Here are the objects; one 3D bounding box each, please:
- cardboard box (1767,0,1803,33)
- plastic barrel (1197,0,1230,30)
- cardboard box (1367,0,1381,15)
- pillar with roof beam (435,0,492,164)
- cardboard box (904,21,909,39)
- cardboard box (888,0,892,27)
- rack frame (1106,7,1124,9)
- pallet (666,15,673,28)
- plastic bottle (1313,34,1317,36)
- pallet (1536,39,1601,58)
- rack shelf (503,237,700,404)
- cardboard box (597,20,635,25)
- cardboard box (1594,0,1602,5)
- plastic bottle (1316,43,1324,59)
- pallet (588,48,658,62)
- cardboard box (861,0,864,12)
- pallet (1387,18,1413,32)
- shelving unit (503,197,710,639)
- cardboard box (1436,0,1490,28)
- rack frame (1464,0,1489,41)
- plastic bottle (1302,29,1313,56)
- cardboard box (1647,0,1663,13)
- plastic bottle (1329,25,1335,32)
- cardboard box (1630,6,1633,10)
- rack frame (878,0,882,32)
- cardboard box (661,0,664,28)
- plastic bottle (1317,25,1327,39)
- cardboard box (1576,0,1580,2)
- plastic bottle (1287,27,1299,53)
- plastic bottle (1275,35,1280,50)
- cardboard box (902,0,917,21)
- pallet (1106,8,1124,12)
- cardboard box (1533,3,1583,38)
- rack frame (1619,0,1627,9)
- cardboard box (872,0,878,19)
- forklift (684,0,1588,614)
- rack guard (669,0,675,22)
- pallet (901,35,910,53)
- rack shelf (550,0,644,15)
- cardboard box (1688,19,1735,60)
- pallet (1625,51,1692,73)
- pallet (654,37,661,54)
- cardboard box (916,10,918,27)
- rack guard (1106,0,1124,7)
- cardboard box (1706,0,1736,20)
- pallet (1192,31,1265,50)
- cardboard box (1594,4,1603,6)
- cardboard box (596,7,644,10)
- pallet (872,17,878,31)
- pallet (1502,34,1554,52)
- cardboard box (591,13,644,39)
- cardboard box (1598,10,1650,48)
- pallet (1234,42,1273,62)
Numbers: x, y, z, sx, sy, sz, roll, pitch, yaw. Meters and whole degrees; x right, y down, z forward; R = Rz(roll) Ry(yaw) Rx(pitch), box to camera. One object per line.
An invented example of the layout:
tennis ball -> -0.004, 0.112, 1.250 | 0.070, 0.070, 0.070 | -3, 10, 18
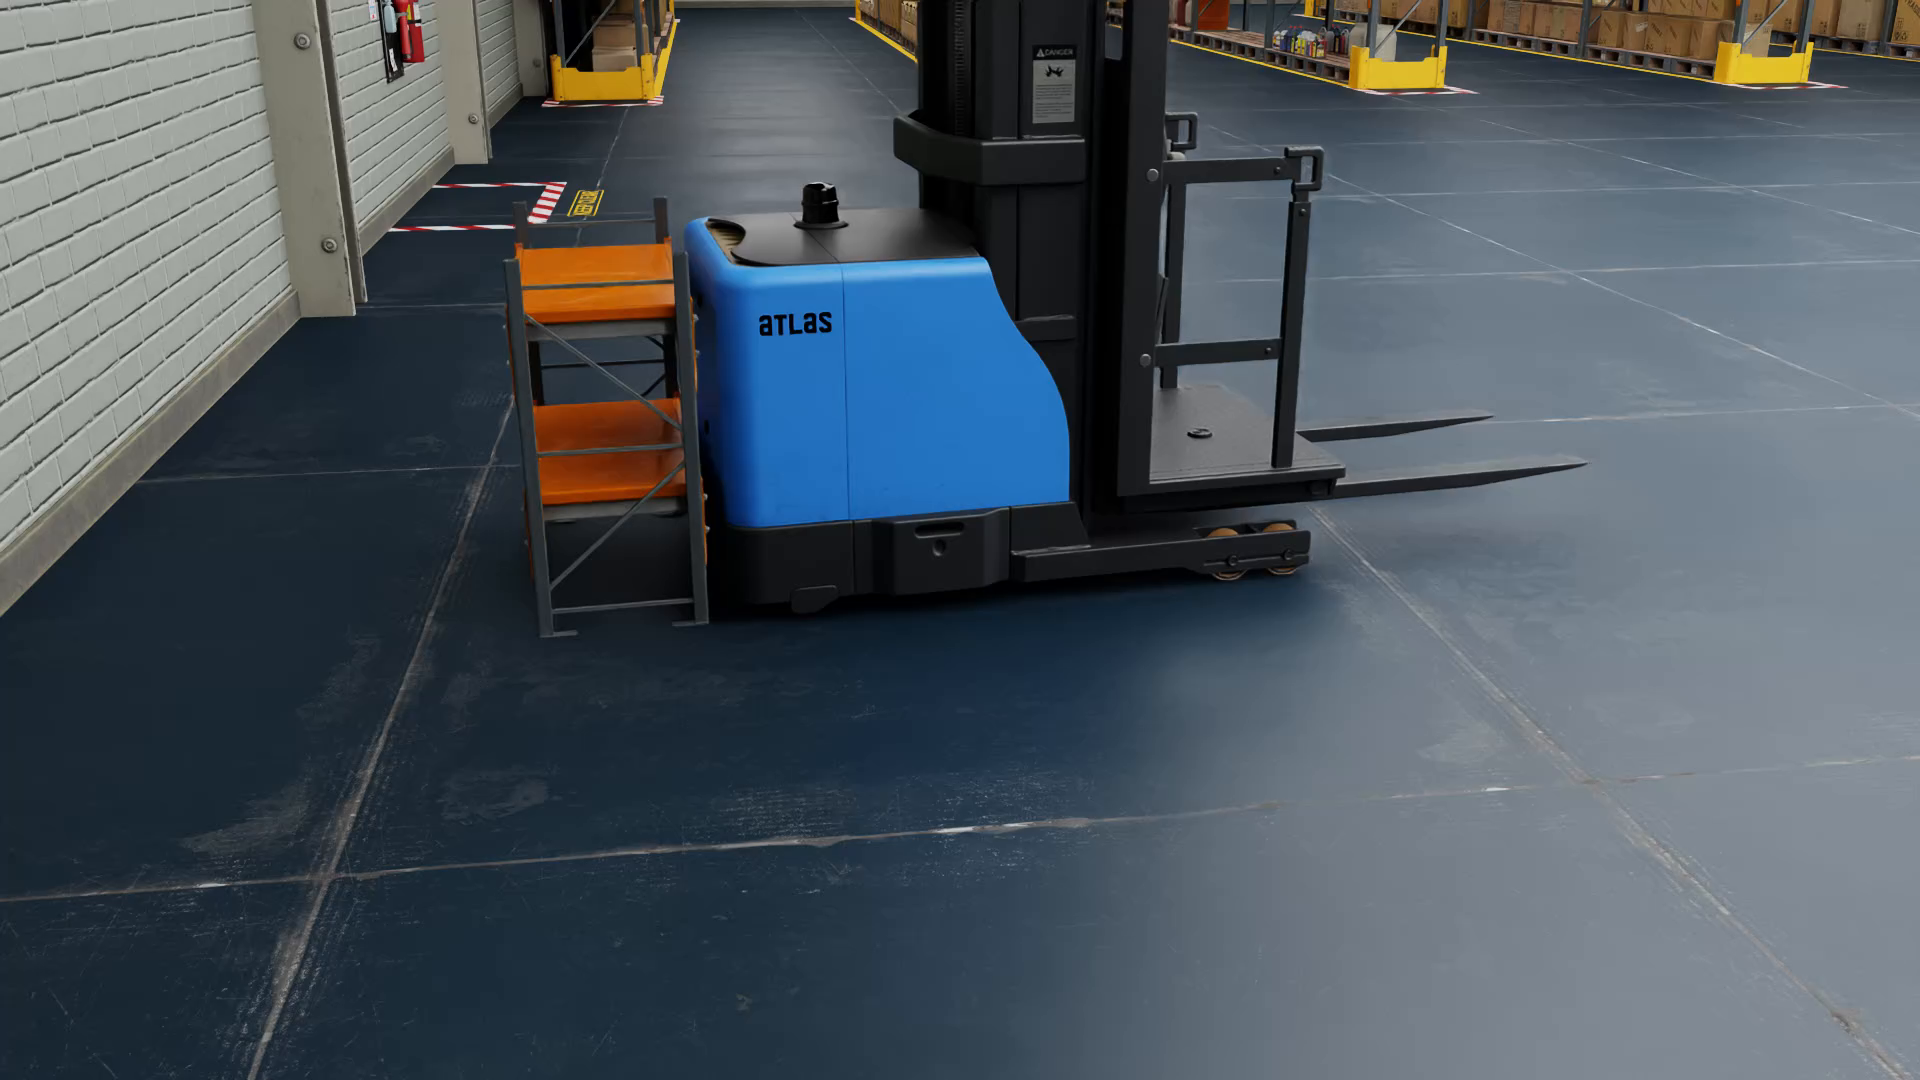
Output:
cardboard box -> 14.387, -8.988, 28.110 | 1.050, 0.750, 0.750 | -3, 21, -7
plastic barrel -> 4.348, -9.247, 28.689 | 0.600, 0.830, 0.708 | -3, 21, -8
cardboard box -> 8.744, -10.967, 33.229 | 0.875, 0.875, 0.875 | -3, 21, -8
pillar with roof beam -> -0.047, -7.778, 13.679 | 9.100, 9.000, 0.400 | -3, 21, -8
cardboard box -> -0.609, -8.188, 26.683 | 0.500, 0.250, 0.500 | -3, 21, -9
cardboard box -> -0.990, -9.358, 29.427 | 0.500, 0.500, 0.500 | -4, 21, -10
rack frame -> 3.282, -12.668, 35.347 | 1.000, 3.000, 0.127 | -3, 21, -8
pallet -> -6.157, -10.168, 32.638 | 1.003, 0.211, 1.213 | -3, 21, -8
plastic bottle -> 4.949, -6.947, 23.293 | 0.152, 0.276, 0.135 | -3, 21, -8
pallet -> 9.799, -7.727, 26.102 | 1.003, 0.211, 1.213 | -3, 21, -8
rack shelf -> -1.117, -0.705, 5.159 | 0.538, 0.278, 1.000 | -5, 21, -12
cardboard box -> -4.603, -6.692, 22.289 | 0.500, 0.500, 0.500 | -4, 21, -12
cardboard box -> 13.215, -11.027, 34.002 | 0.380, 0.149, 0.250 | -4, 21, -10
plastic bottle -> 4.890, -6.638, 22.571 | 0.097, 0.201, 0.097 | 0, 20, 0
pallet -> -4.906, -6.977, 24.095 | 1.003, 0.211, 1.213 | -3, 21, -8
cardboard box -> -1.751, -10.962, 34.080 | 0.500, 0.250, 0.500 | -3, 21, -8
pallet -> 8.945, -9.964, 32.091 | 1.003, 0.211, 1.213 | -3, 21, -8
shelving unit -> -1.117, -0.431, 5.261 | 0.538, 1.125, 1.048 | -5, 21, -12
cardboard box -> 9.257, -9.590, 29.541 | 1.225, 0.875, 0.875 | -4, 21, -10
rack frame -> 9.336, -10.148, 28.600 | 1.000, 3.000, 0.127 | -3, 21, -8
plastic bottle -> 4.833, -6.901, 23.064 | 0.144, 0.351, 0.185 | -2, 21, -6
cardboard box -> 13.604, -10.322, 32.037 | 0.500, 0.500, 0.500 | -2, 21, -5
plastic bottle -> 5.390, -7.270, 24.052 | 0.144, 0.351, 0.185 | -3, 21, -9
cardboard box -> 13.909, -10.844, 33.937 | 0.380, 0.149, 0.250 | -2, 21, -6
rack frame -> -1.044, -11.035, 30.974 | 1.000, 3.000, 0.127 | -3, 21, -8
cardboard box -> -5.465, -9.153, 28.409 | 0.750, 0.750, 0.750 | -3, 21, -8
plastic bottle -> 5.247, -7.263, 24.032 | 0.144, 0.351, 0.185 | -3, 21, -8
cardboard box -> 13.205, -11.394, 34.986 | 0.380, 0.149, 0.250 | -2, 21, -5
plastic bottle -> 4.745, -7.113, 23.631 | 0.144, 0.351, 0.185 | -4, 21, -10
plastic bottle -> 4.638, -7.241, 24.187 | 0.097, 0.201, 0.097 | 0, 20, 0
cardboard box -> -0.682, -8.625, 27.050 | 0.500, 0.311, 0.500 | -2, 21, -6
pallet -> 3.362, -11.075, 35.066 | 1.003, 0.211, 1.213 | -3, 21, -8
cardboard box -> 9.714, -8.372, 26.788 | 0.700, 0.500, 0.500 | -5, 21, -12
rack frame -> 13.682, -11.748, 32.884 | 1.000, 3.000, 0.127 | -3, 21, -8
cardboard box -> -1.407, -10.253, 31.824 | 0.500, 0.500, 0.500 | -3, 21, -8
forklift -> 0.647, -1.414, 5.313 | 3.031, 2.935, 1.130 | -5, 21, -14
rack guard -> -6.525, -11.006, 34.469 | 1.175, 0.500, 0.348 | -3, 21, -8
pallet -> -0.387, -8.057, 26.985 | 1.003, 0.211, 1.213 | -3, 21, -8
rack shelf -> -4.504, -6.984, 21.157 | 1.077, 0.370, 4.000 | -3, 21, -8
cardboard box -> 10.296, -6.826, 22.679 | 0.500, 0.500, 0.500 | 2, 21, 6
pallet -> 10.224, -6.803, 23.629 | 1.003, 0.211, 1.213 | -3, 21, -8
pallet -> -5.257, -7.822, 26.357 | 1.003, 0.211, 1.213 | -3, 21, -8
cardboard box -> -0.383, -7.915, 25.149 | 0.500, 0.311, 0.500 | -3, 21, -8
rack guard -> 3.265, -11.505, 35.805 | 1.175, 0.500, 0.348 | -3, 21, -8
cardboard box -> 13.905, -9.604, 30.115 | 0.500, 0.500, 0.500 | -3, 21, -8
pallet -> 4.508, -8.322, 27.696 | 1.003, 0.211, 1.213 | -3, 21, -8
cardboard box -> 13.232, -10.911, 34.116 | 0.380, 0.149, 0.250 | -4, 21, -10
cardboard box -> -5.254, -8.003, 25.800 | 0.700, 0.500, 0.500 | -3, 21, -8
pallet -> -1.142, -9.966, 32.099 | 1.003, 0.211, 1.213 | -3, 21, -8
pallet -> 9.620, -8.150, 27.235 | 1.003, 0.211, 1.213 | -3, 21, -8
cardboard box -> -4.915, -7.303, 23.926 | 0.700, 0.500, 0.500 | -2, 21, -6
cardboard box -> 9.931, -7.649, 24.880 | 0.500, 0.500, 0.500 | -4, 21, -9
pallet -> 4.860, -7.477, 25.434 | 1.003, 0.211, 1.213 | -3, 21, -8
